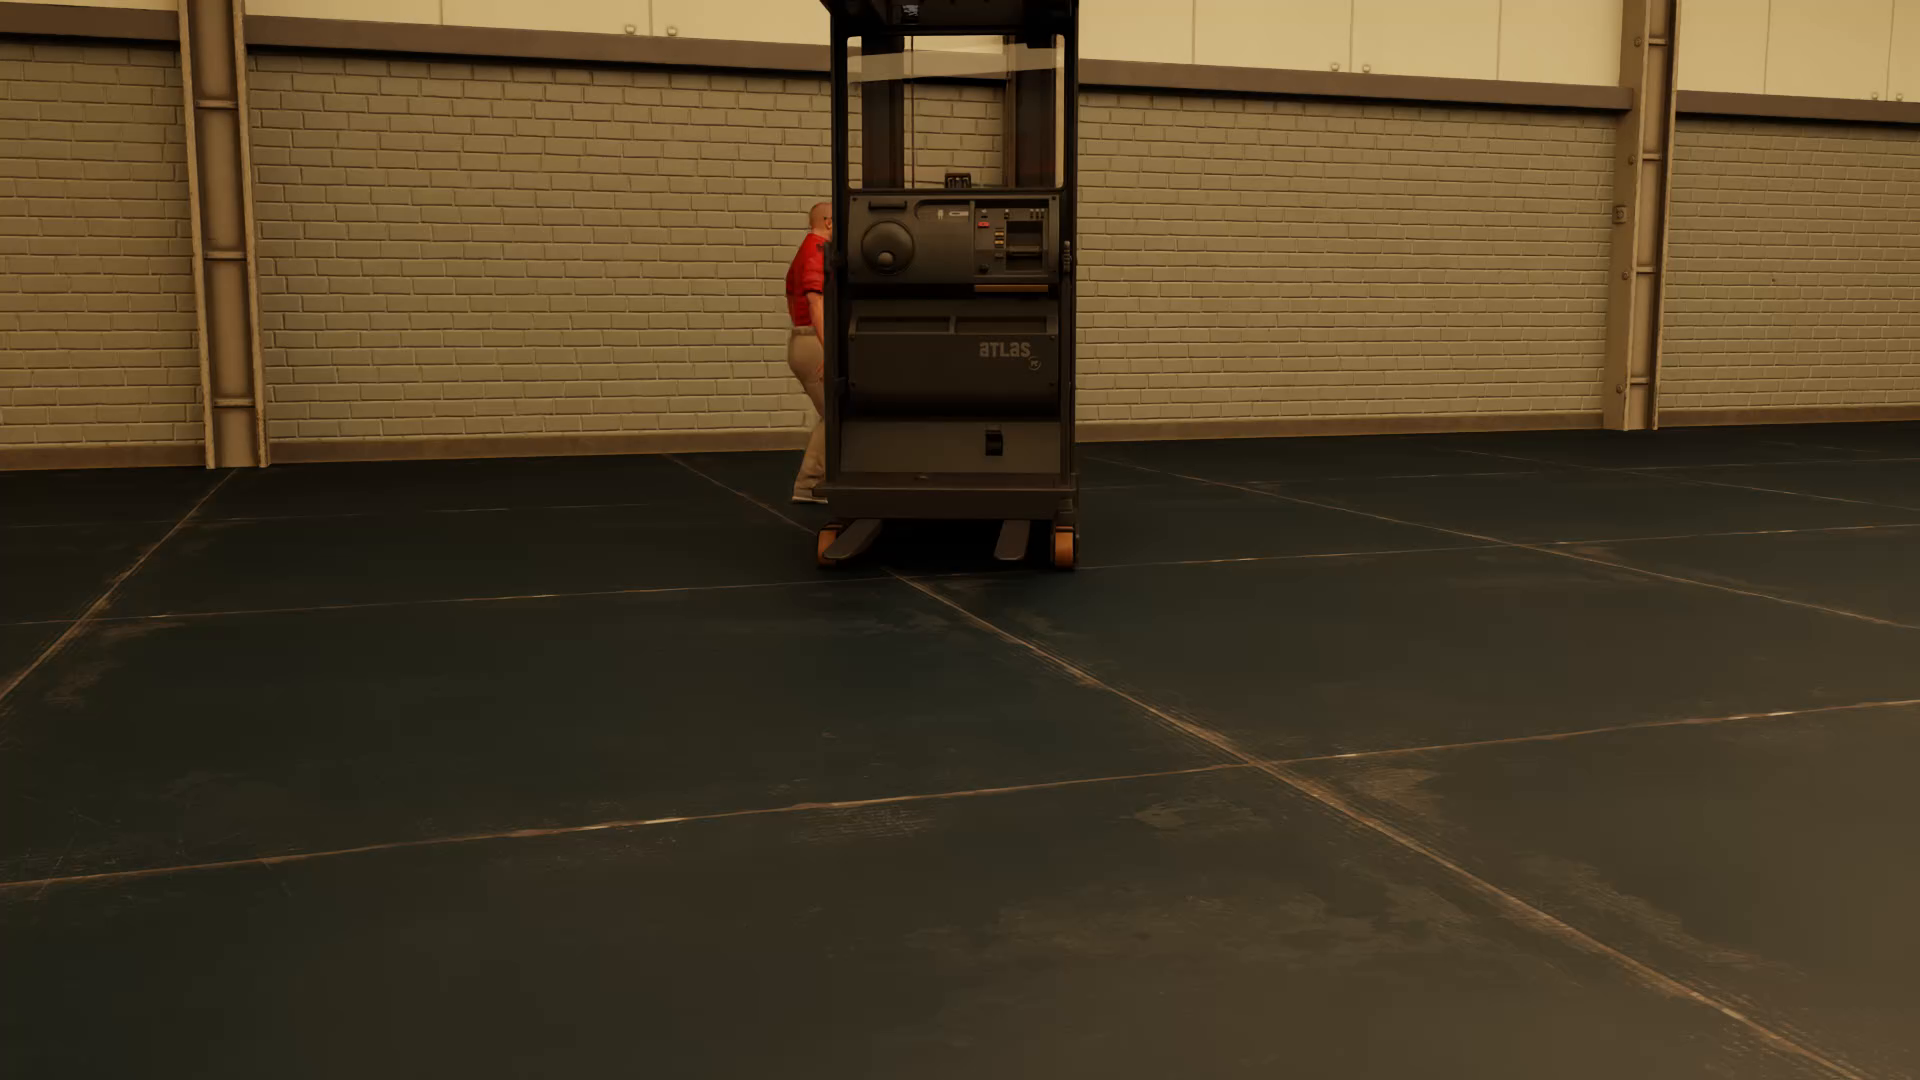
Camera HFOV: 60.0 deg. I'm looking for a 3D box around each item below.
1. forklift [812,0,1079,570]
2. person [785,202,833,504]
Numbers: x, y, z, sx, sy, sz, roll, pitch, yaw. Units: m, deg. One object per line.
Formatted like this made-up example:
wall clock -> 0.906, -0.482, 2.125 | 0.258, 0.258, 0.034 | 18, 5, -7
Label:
forklift -> -0.039, -1.370, 7.123 | 1.130, 2.935, 3.031 | 0, 8, 4
person -> -0.719, -1.068, 9.501 | 0.547, 1.693, 0.823 | -2, 8, -16
